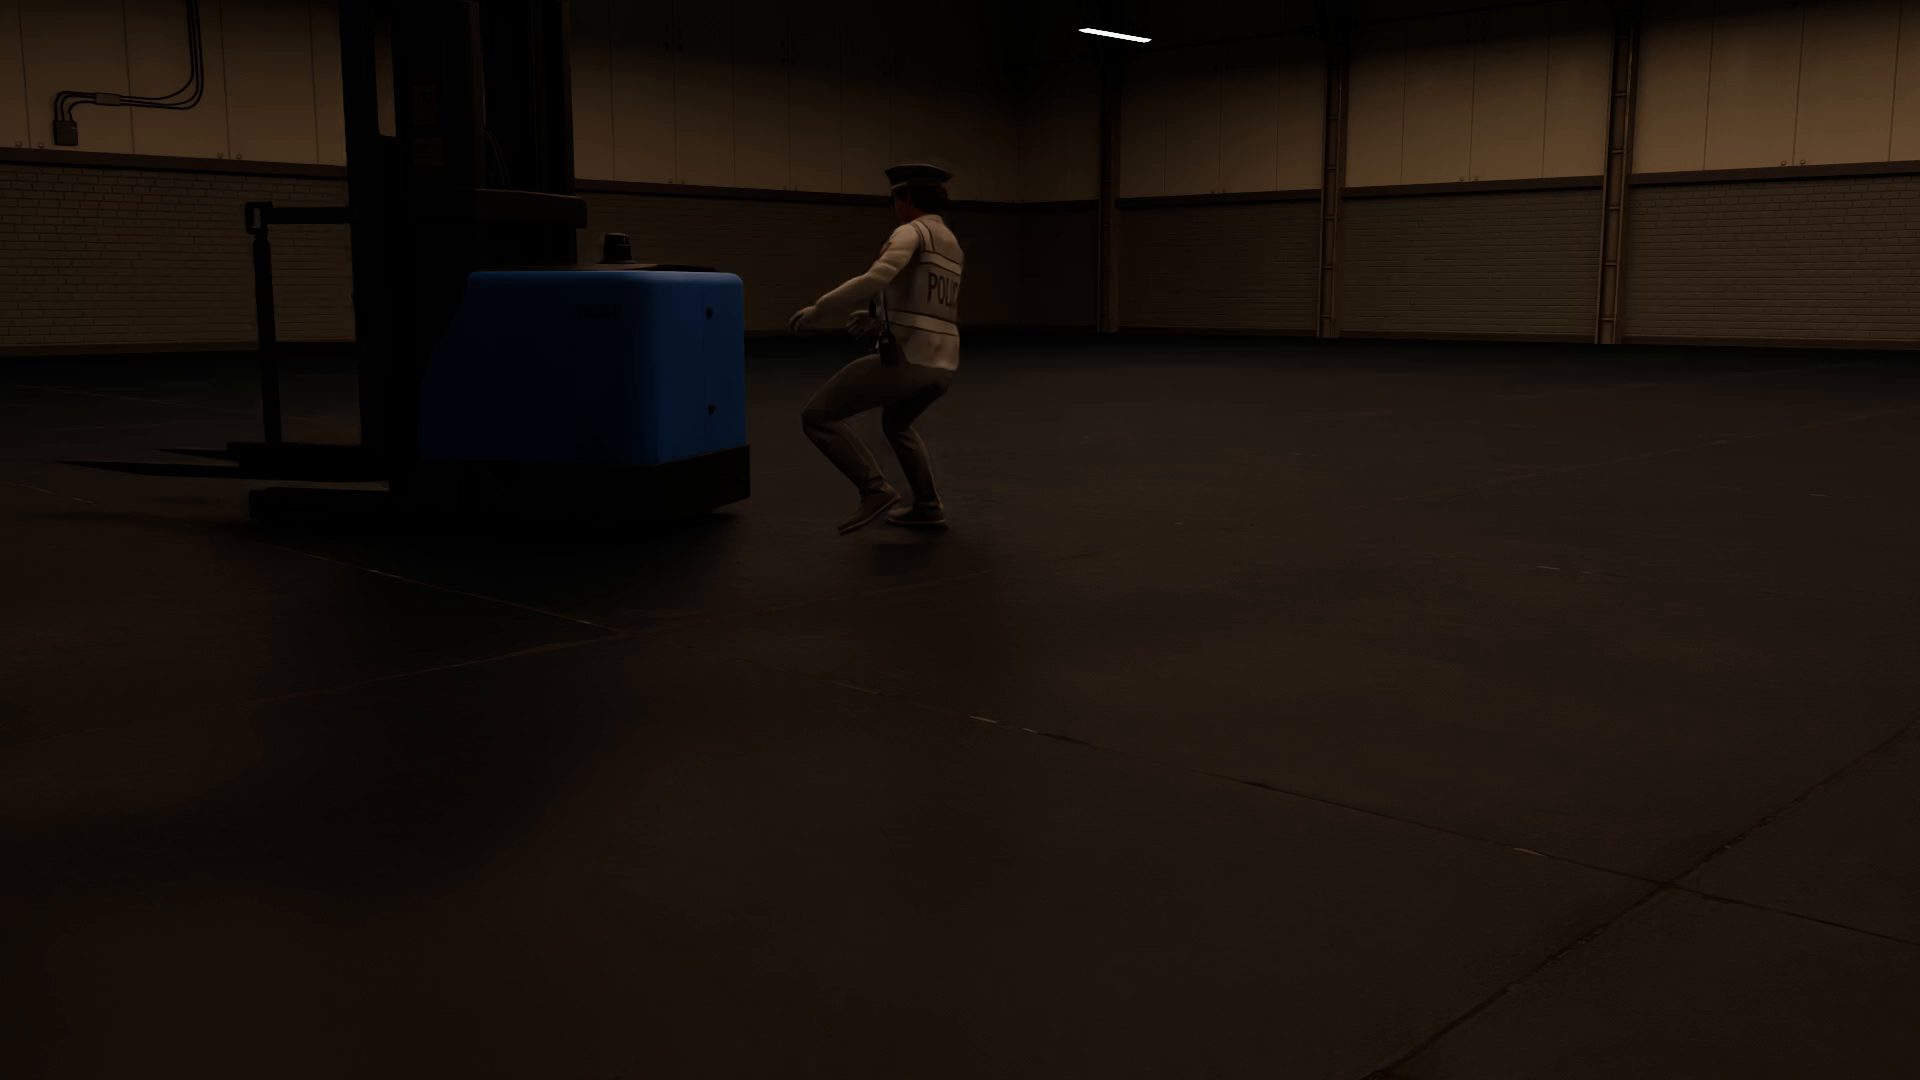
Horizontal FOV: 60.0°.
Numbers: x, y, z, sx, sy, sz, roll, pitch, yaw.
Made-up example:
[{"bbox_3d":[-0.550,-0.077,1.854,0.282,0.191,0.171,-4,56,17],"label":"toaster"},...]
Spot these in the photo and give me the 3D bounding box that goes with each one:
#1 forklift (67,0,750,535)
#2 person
[{"bbox_3d":[-2.523,-1.569,7.294,3.031,2.935,1.130,2,9,16],"label":"forklift"},{"bbox_3d":[-0.316,-0.748,6.679,0.690,1.488,0.857,5,10,30],"label":"person"}]
